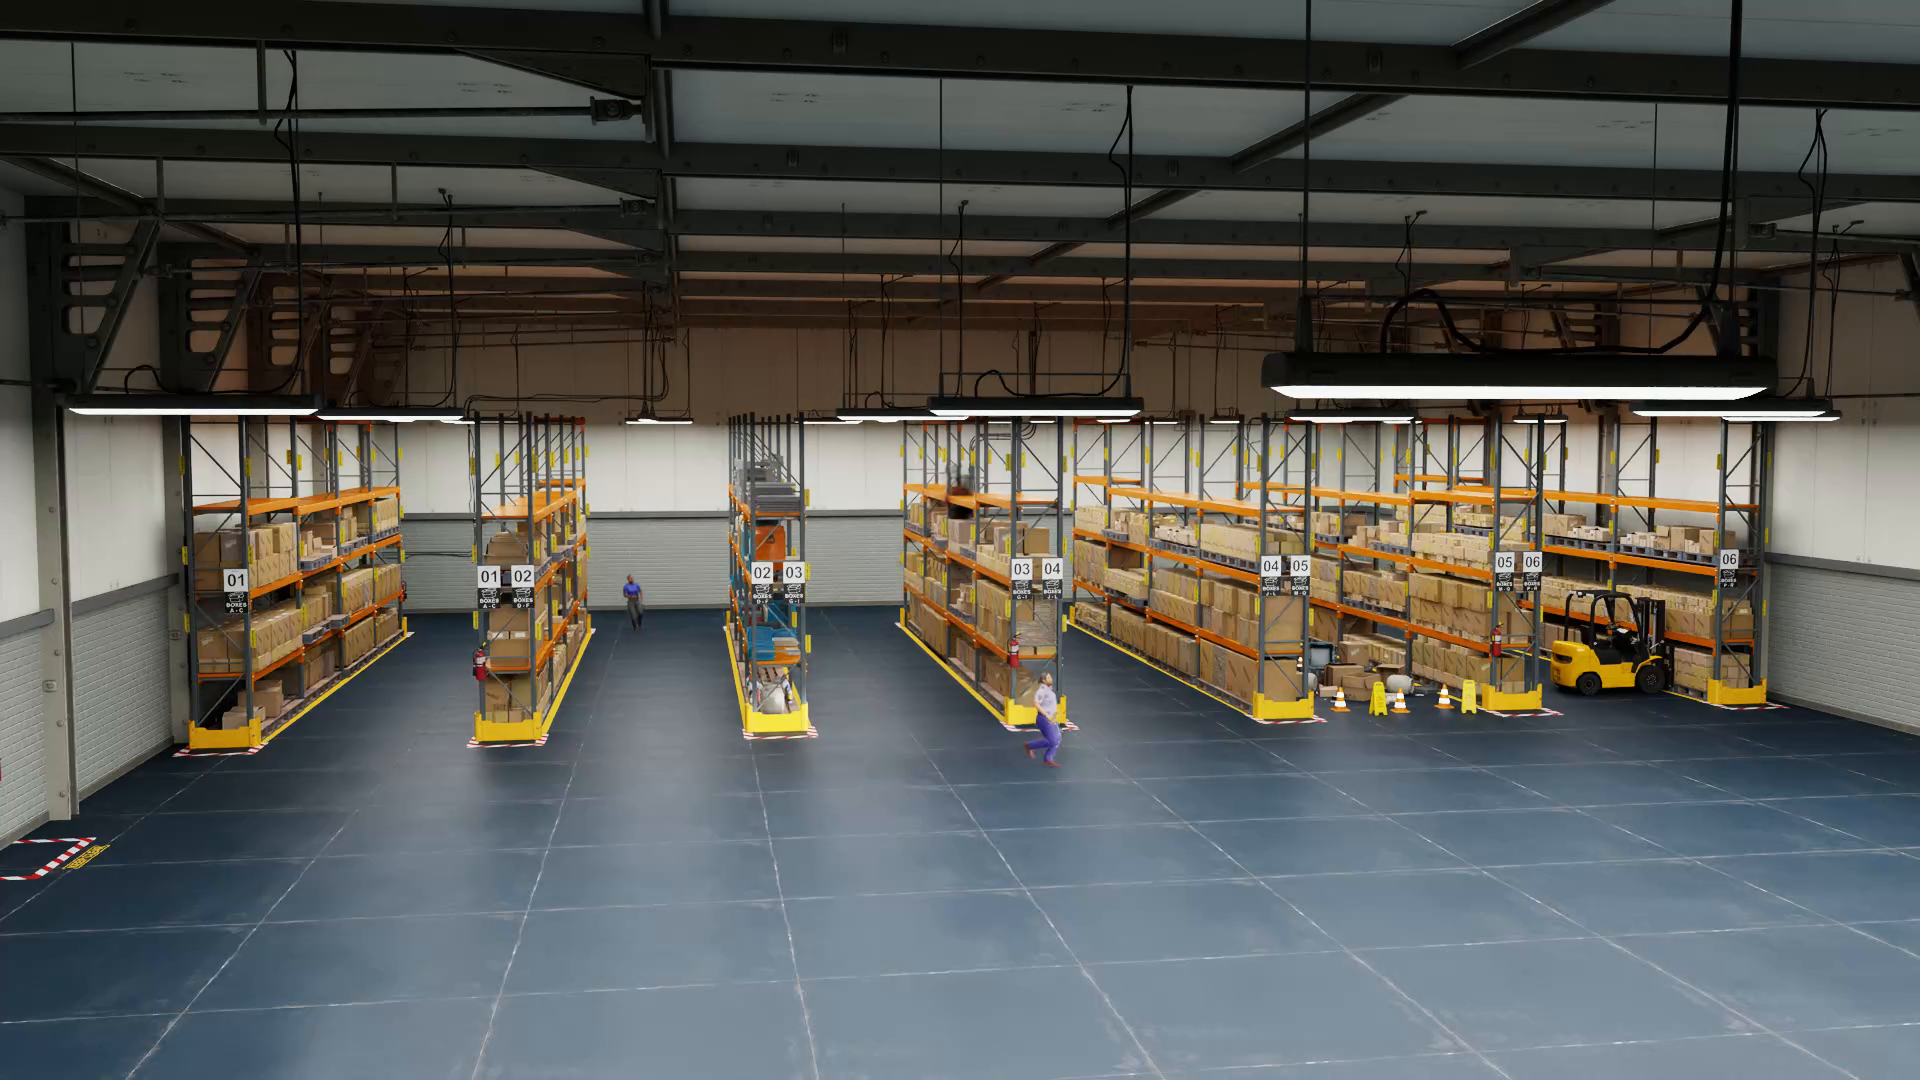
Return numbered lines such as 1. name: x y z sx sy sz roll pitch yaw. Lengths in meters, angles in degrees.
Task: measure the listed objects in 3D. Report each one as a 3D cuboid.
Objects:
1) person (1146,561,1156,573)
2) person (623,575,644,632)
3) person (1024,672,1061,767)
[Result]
1. person: 5.545 1.475 50.083 0.706 1.732 0.630 -1 4 -16
2. person: -9.096 1.773 46.319 0.570 1.597 0.562 -2 4 -23
3. person: 1.405 3.026 28.074 0.596 1.611 0.607 1 4 16
